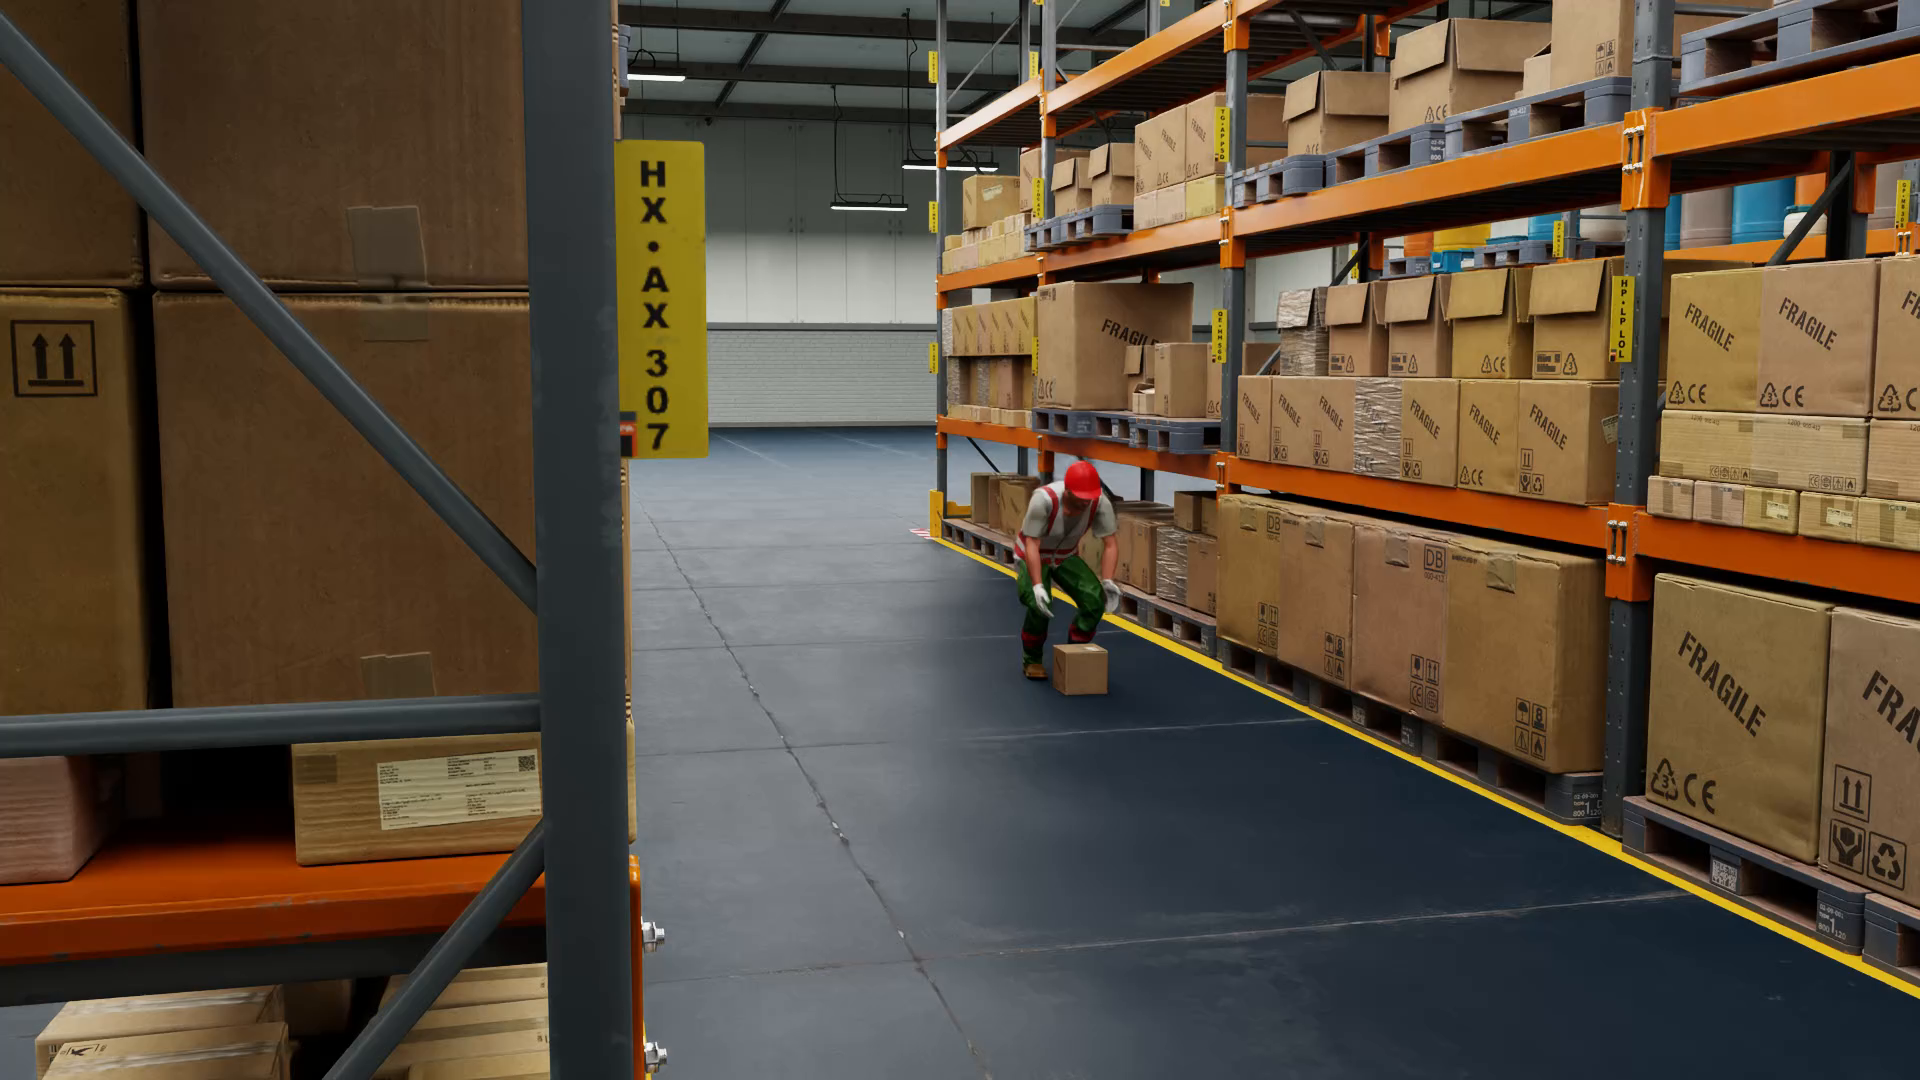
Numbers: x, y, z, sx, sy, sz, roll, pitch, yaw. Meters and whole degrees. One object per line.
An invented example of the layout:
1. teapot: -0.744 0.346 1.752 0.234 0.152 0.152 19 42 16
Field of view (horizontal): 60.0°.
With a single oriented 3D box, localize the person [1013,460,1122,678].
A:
1. person: 0.633 0.170 9.900 0.584 1.321 0.808 -2 6 -14
